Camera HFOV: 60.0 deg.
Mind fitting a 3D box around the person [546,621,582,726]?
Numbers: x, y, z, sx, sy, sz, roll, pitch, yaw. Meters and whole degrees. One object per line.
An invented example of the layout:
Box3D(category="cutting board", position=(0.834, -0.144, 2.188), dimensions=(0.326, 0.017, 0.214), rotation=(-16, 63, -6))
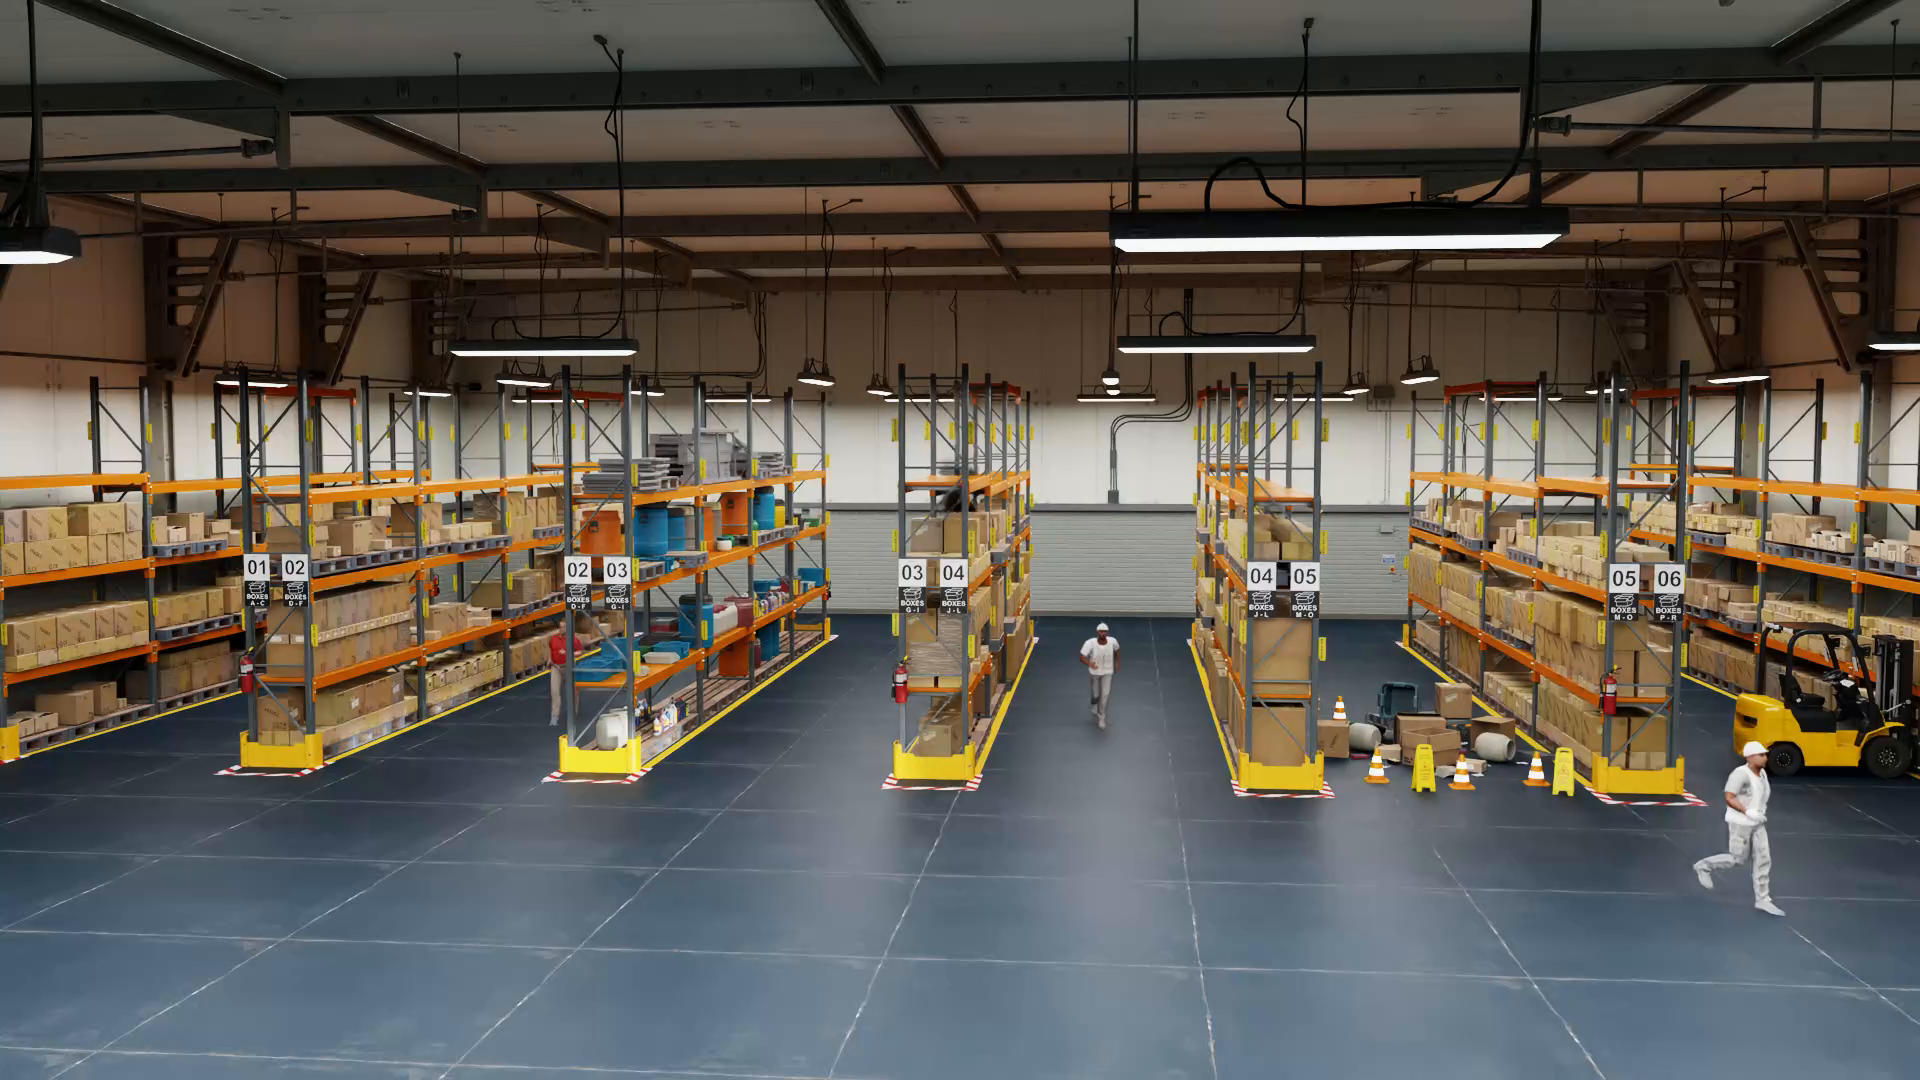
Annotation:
Box3D(category="person", position=(-6.854, 2.276, 28.778), dimensions=(0.656, 1.744, 0.954), rotation=(0, 4, 2))

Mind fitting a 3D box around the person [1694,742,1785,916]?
Box3D(category="person", position=(8.271, 2.995, 17.575), dimensions=(0.707, 1.770, 0.981), rotation=(-3, 5, -39))

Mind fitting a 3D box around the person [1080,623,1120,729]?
Box3D(category="person", position=(2.410, 2.291, 28.565), dimensions=(0.725, 1.757, 1.014), rotation=(0, 4, -5))
